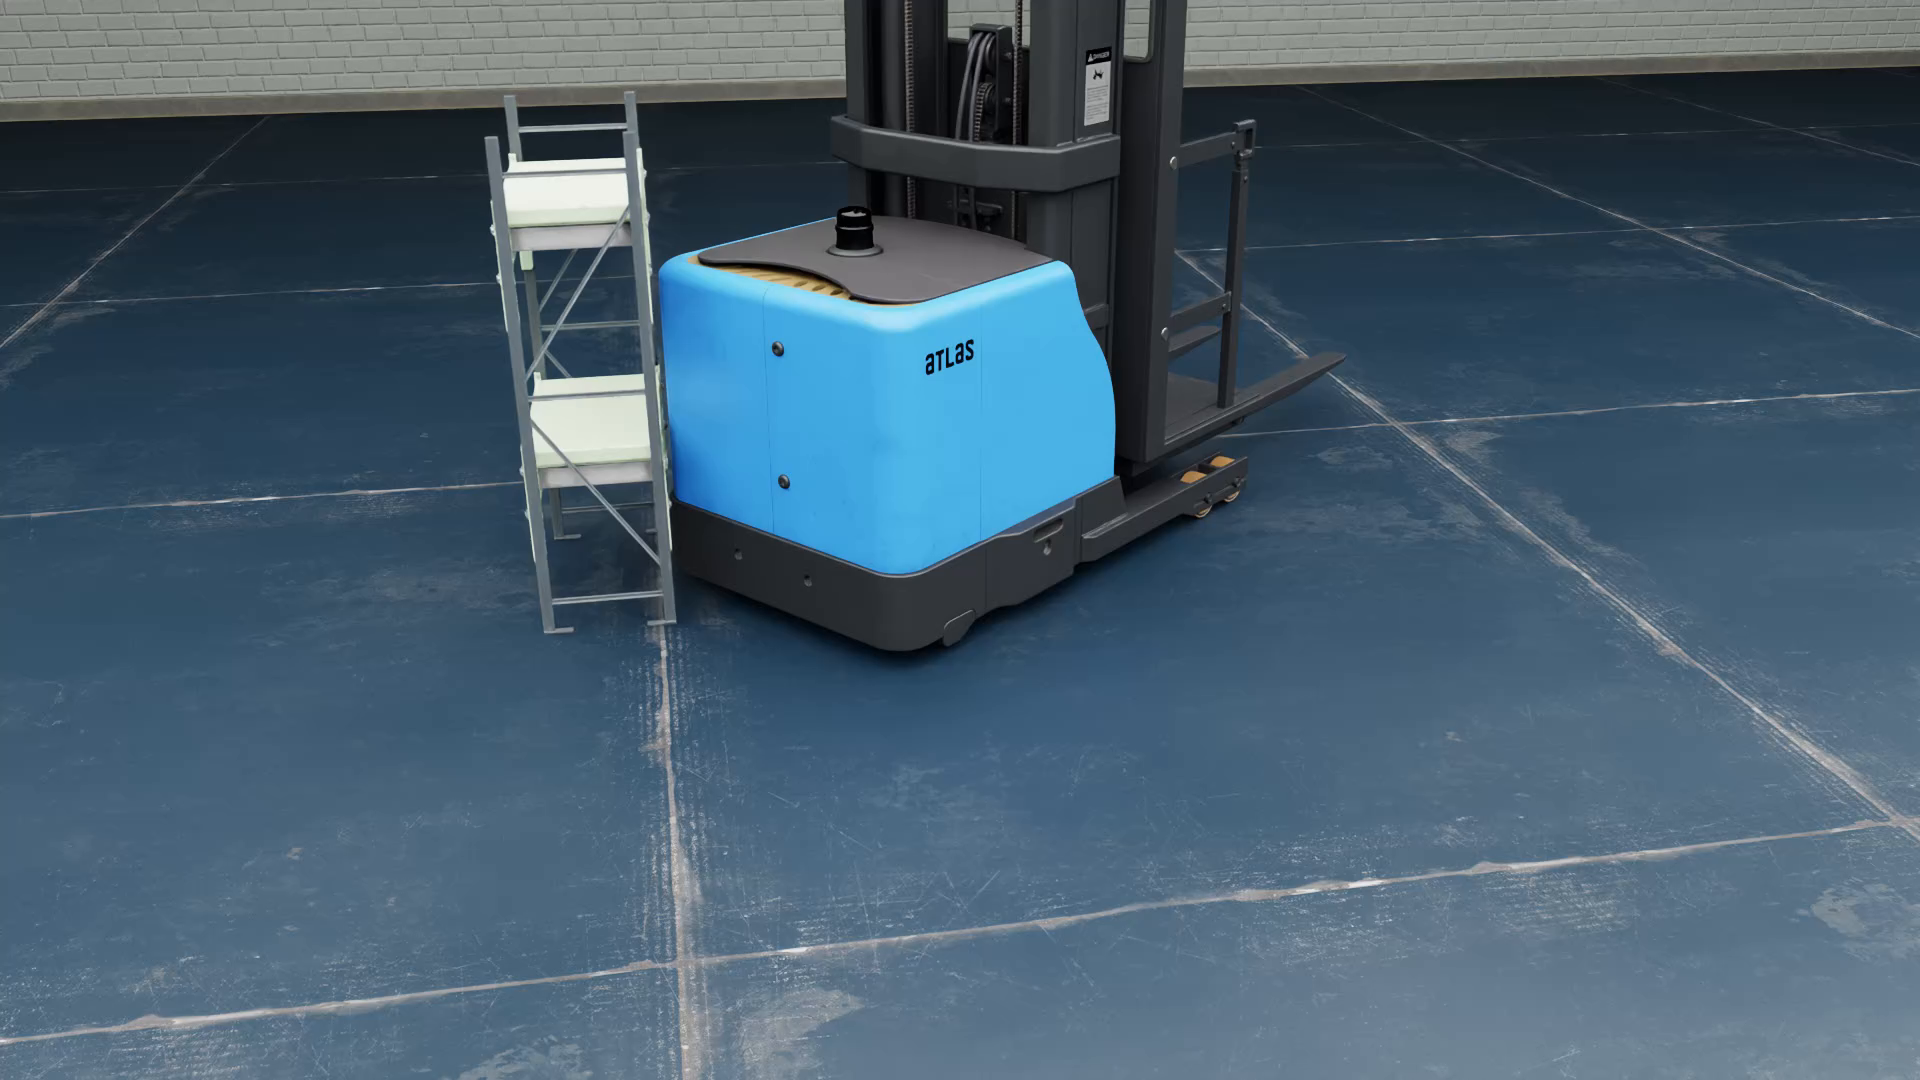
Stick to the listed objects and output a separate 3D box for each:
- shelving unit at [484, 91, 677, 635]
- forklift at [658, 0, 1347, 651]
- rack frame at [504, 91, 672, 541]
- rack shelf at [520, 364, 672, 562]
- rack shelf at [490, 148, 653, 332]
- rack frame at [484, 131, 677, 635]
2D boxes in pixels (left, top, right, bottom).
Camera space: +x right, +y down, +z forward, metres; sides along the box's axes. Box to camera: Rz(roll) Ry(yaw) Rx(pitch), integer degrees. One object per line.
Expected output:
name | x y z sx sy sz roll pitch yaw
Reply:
shelving unit | -1.146 -0.560 5.154 0.431 1.500 0.755 -4 24 -9
forklift | 0.400 -1.536 5.604 1.130 2.935 3.031 18 30 36
rack frame | -1.211 -0.704 5.484 0.400 1.500 0.023 -4 24 -9
rack shelf | -1.144 -0.261 5.285 0.431 0.370 0.720 -4 24 -9
rack shelf | -1.149 -0.917 4.998 0.431 0.370 0.720 -4 24 -9
rack frame | -1.082 -0.416 4.824 0.400 1.500 0.023 -4 24 -9
